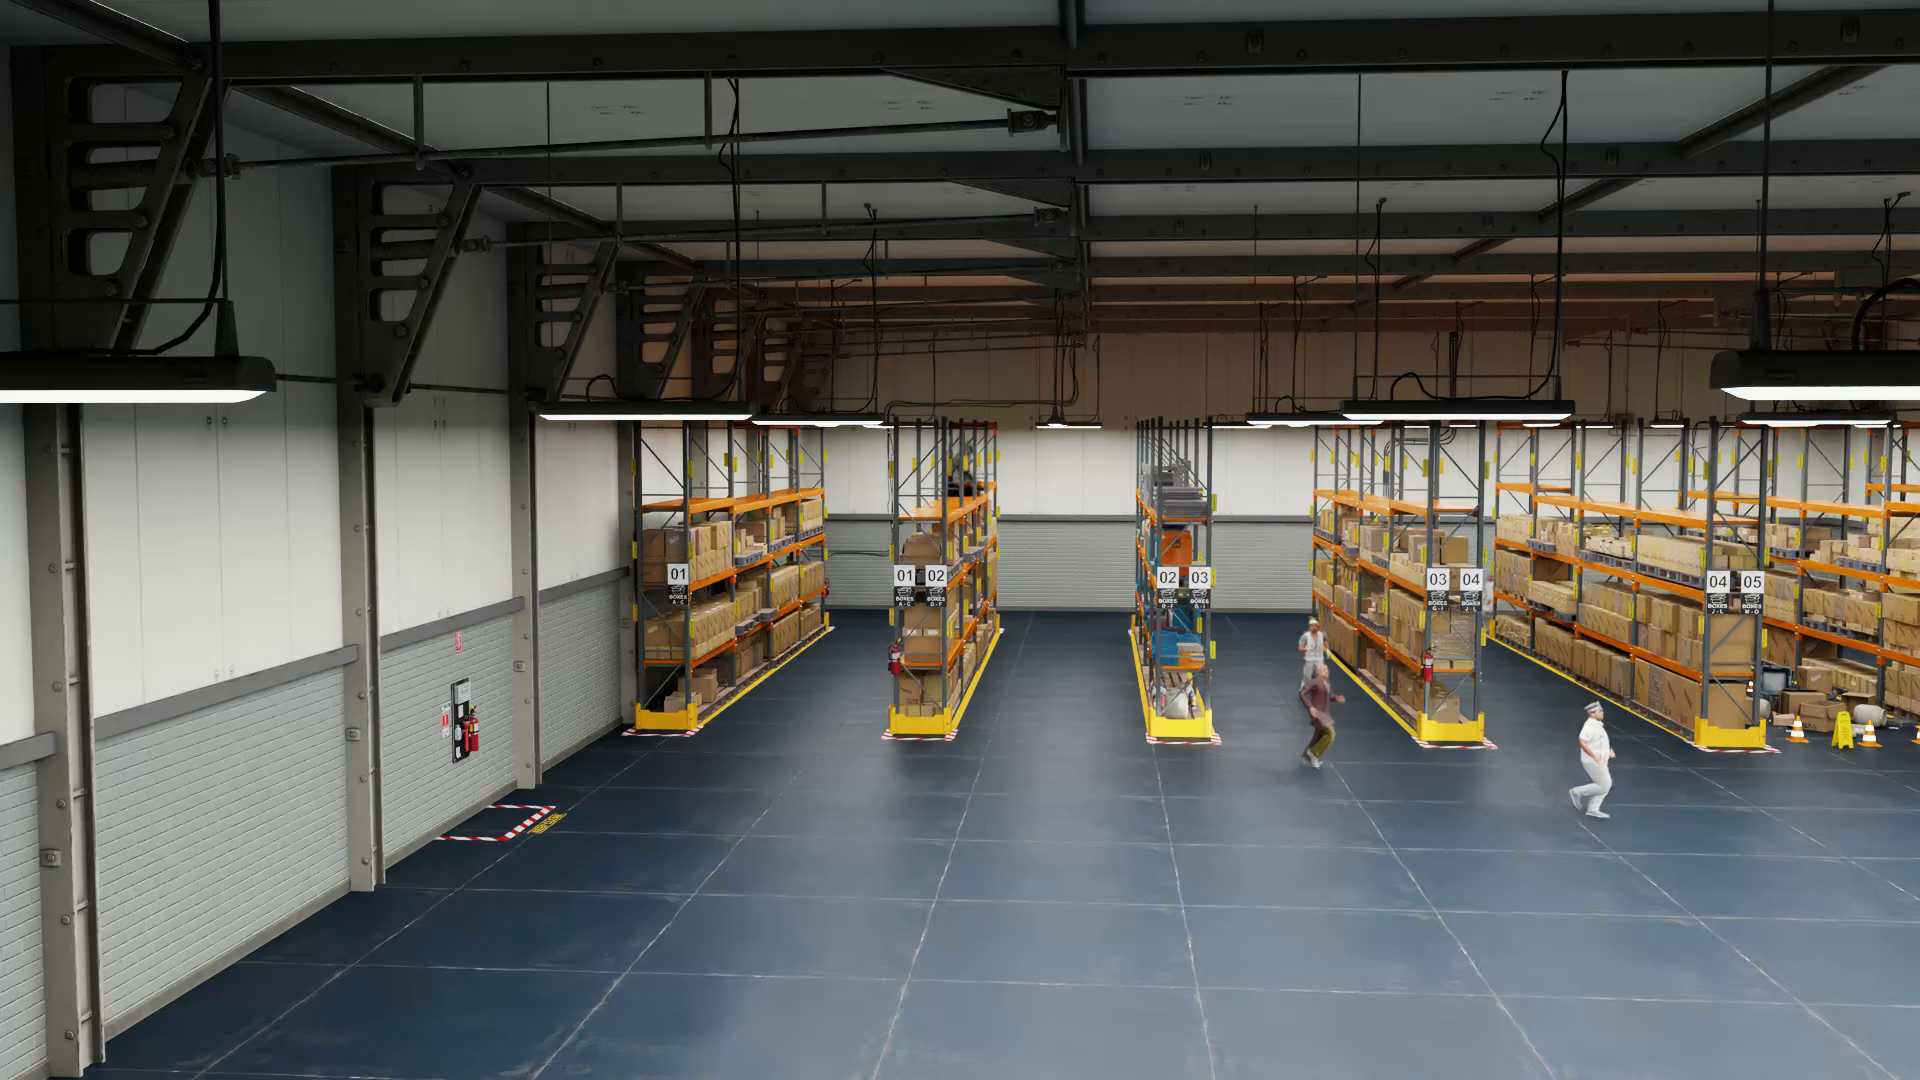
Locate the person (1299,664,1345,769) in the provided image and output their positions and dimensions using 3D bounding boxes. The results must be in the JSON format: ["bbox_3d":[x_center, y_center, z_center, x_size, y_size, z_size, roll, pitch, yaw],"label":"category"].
[{"bbox_3d":[6.183,3.039,28.332,0.736,1.704,0.676,3,5,36],"label":"person"}]

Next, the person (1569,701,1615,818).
[{"bbox_3d":[9.385,3.249,24.676,0.599,1.741,0.670,2,4,29],"label":"person"}]

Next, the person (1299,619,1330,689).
[{"bbox_3d":[7.394,2.556,34.770,0.673,1.827,0.922,0,4,1],"label":"person"}]

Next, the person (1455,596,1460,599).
[{"bbox_3d":[13.493,1.929,45.253,0.613,1.751,0.750,0,4,7],"label":"person"}]

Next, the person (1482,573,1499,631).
[{"bbox_3d":[15.164,1.787,47.435,0.616,1.734,0.761,0,4,-5],"label":"person"}]
